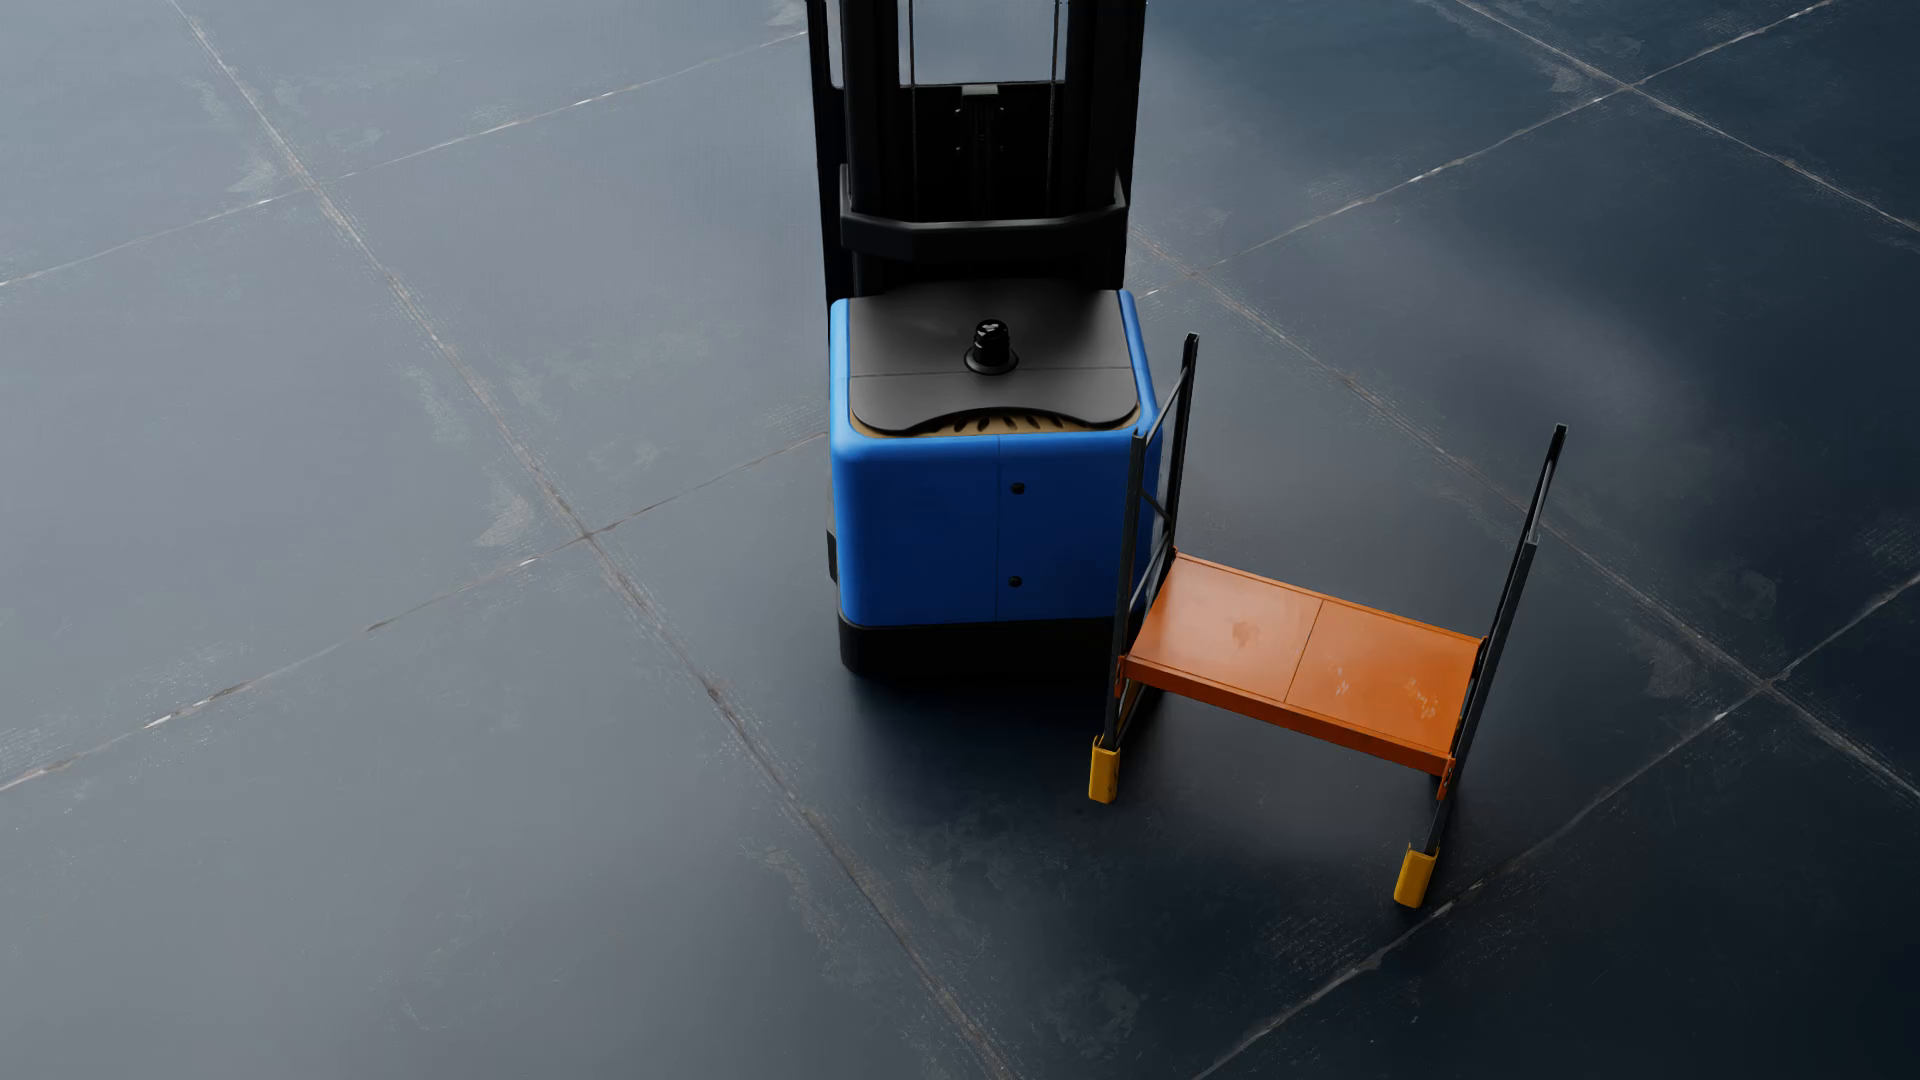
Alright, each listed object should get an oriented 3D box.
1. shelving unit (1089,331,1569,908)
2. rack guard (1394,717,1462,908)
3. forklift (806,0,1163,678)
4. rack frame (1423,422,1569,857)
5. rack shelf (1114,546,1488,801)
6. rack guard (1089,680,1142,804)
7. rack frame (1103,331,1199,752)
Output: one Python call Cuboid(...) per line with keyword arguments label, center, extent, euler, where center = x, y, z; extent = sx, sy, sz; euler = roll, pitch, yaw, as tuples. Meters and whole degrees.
Cuboid(label="shelving unit", center=(1.021, 0.252, 4.900), extent=(1.083, 1.500, 0.587), euler=(17, 46, 17))
Cuboid(label="rack guard", center=(1.478, 0.840, 5.189), extent=(0.087, 0.250, 0.587), euler=(17, 46, 17))
Cuboid(label="forklift", center=(0.038, -1.600, 5.803), extent=(1.130, 2.935, 3.031), euler=(-2, 44, -2))
Cuboid(label="rack frame", center=(1.496, 0.394, 4.752), extent=(0.032, 1.500, 0.500), euler=(17, 46, 17))
Cuboid(label="rack shelf", center=(1.029, 0.384, 5.022), extent=(1.000, 0.185, 0.538), euler=(17, 46, 17))
Cuboid(label="rack guard", center=(0.564, 0.568, 5.474), extent=(0.087, 0.250, 0.587), euler=(17, 46, 17))
Cuboid(label="rack frame", center=(0.563, 0.115, 5.043), extent=(0.032, 1.500, 0.500), euler=(17, 46, 17))
